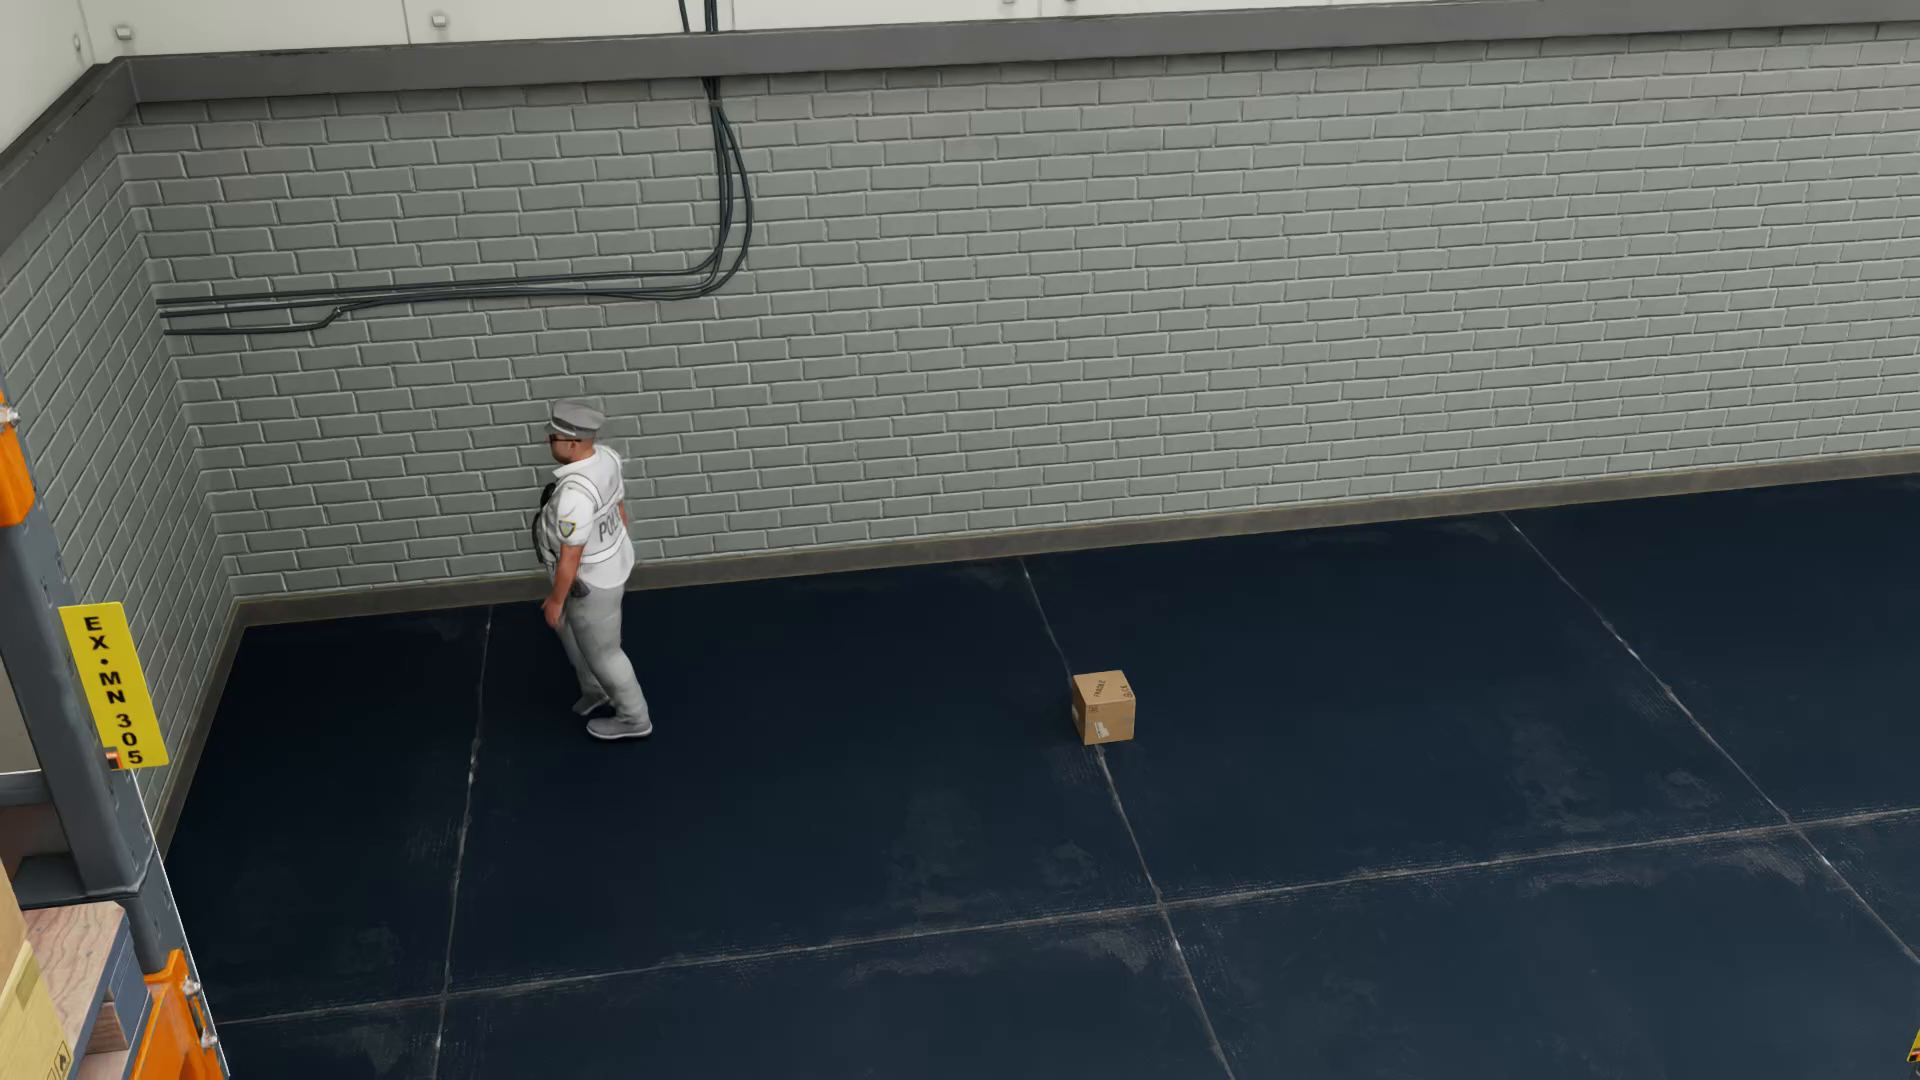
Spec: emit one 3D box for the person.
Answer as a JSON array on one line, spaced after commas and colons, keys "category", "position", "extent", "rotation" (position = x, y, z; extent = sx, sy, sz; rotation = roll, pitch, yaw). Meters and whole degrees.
[{"category": "person", "position": [-1.759, 0.187, 7.827], "extent": [0.508, 1.848, 0.574], "rotation": [2, 31, 3]}]
